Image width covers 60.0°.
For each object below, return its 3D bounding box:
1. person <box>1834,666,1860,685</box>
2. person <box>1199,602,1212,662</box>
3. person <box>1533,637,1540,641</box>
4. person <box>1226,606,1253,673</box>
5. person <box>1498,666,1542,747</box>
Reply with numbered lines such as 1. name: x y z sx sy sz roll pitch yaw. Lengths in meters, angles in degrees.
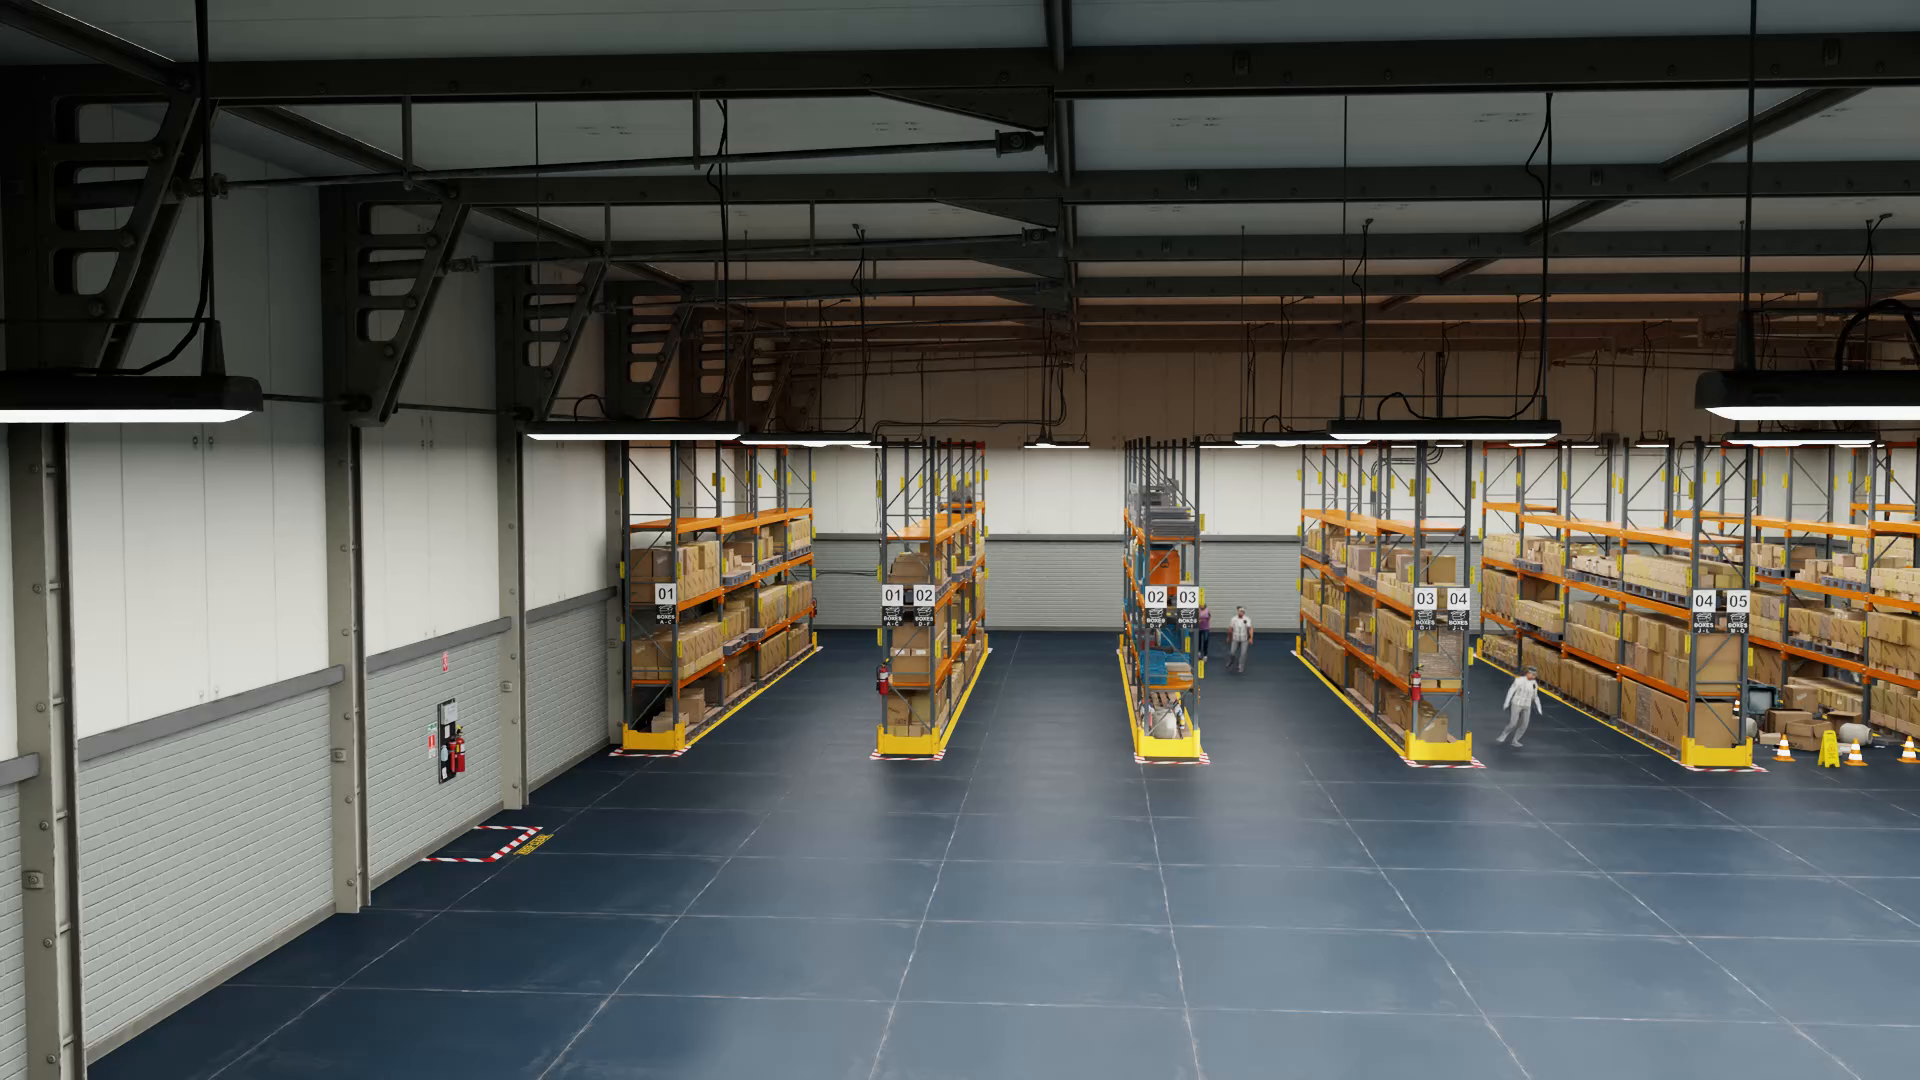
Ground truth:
1. person: 21.045 2.714 39.539 0.681 1.764 0.957 0 3 3
2. person: 6.631 2.474 45.465 0.535 1.626 0.823 0 3 -1
3. person: 16.342 2.361 46.506 0.763 1.766 1.033 -2 4 -32
4. person: 7.225 2.552 43.022 0.716 1.729 0.680 1 3 13
5. person: 10.816 3.203 32.083 0.720 1.589 0.627 -1 3 -10
